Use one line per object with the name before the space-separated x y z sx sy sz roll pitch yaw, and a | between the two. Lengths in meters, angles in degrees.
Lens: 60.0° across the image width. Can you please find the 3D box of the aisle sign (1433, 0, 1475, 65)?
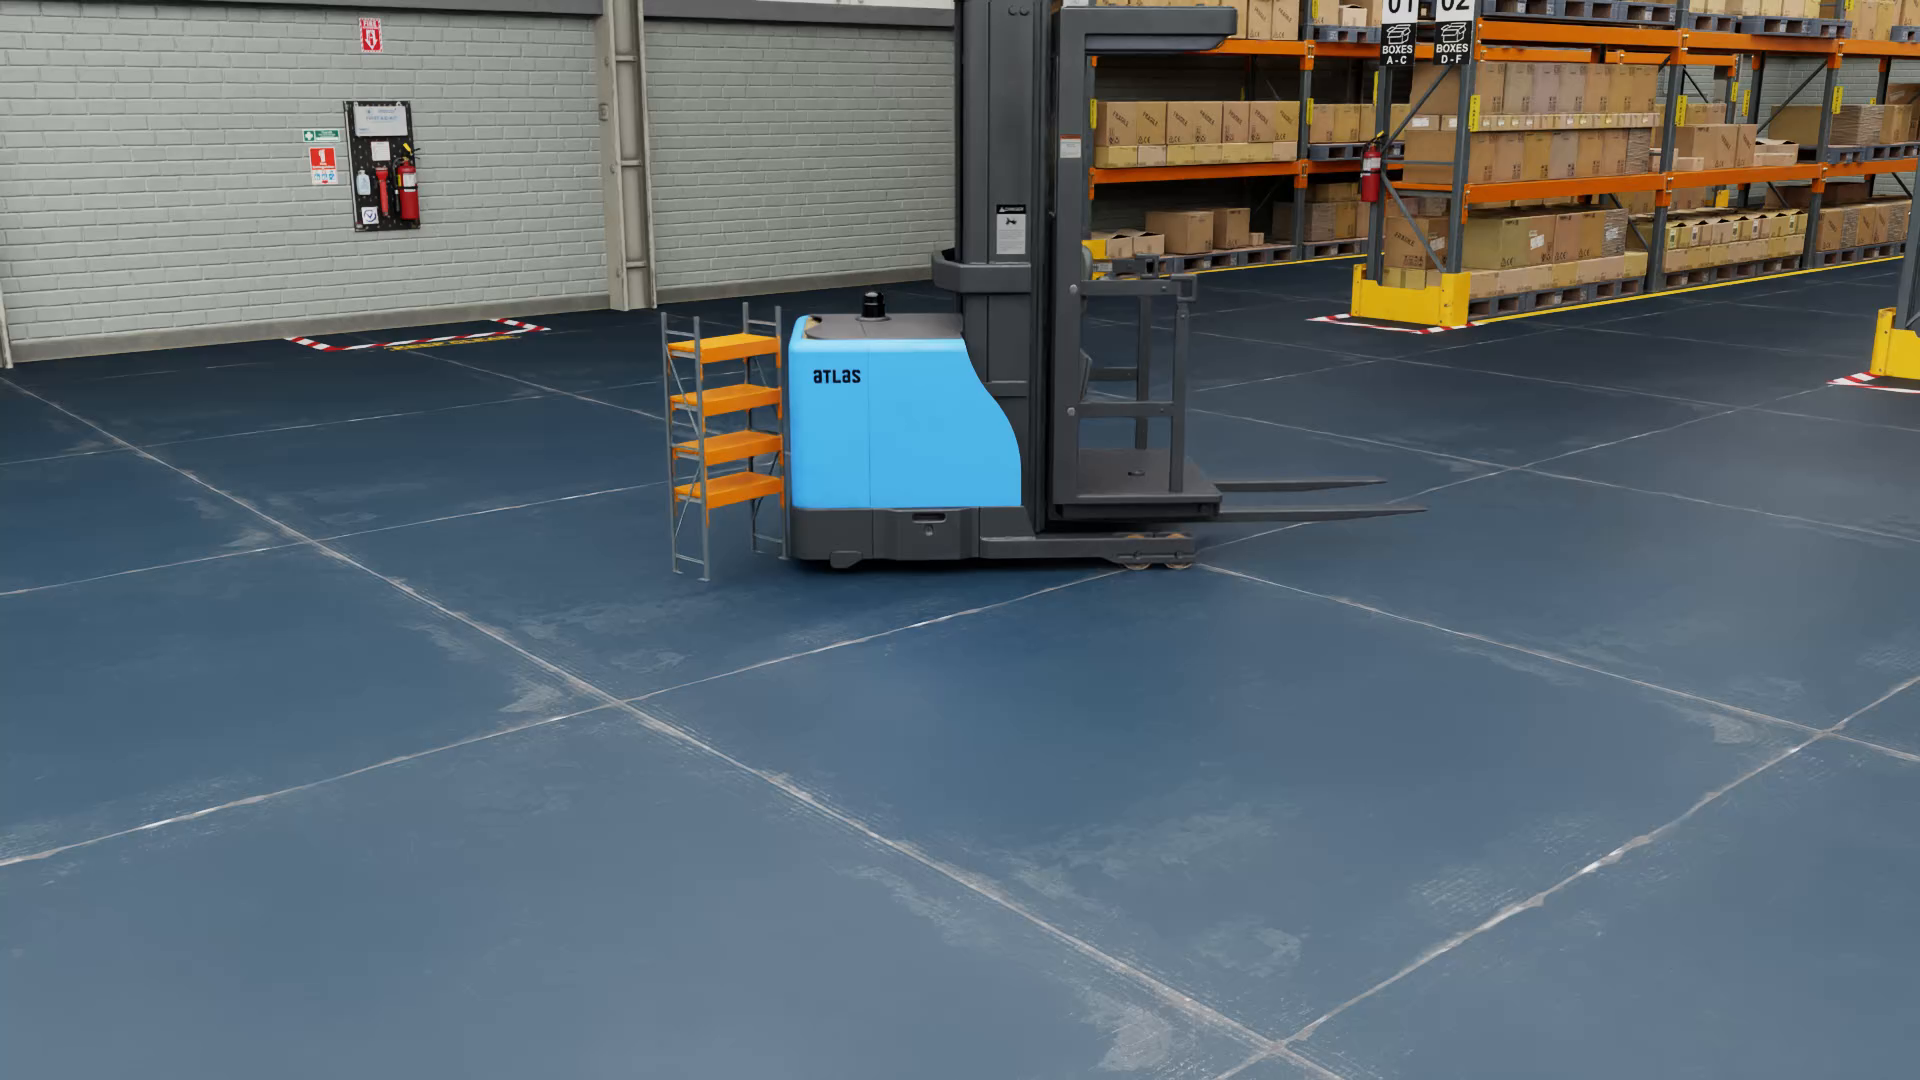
aisle sign | 4.579 -4.810 15.406 0.004 0.787 0.394 -13 19 -39

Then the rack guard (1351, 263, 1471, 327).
rack guard | 4.409 -2.413 16.314 0.348 0.500 1.175 -13 19 -39

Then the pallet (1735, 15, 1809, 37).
pallet | 9.168 -6.015 19.511 1.213 0.211 1.003 -12 19 -37

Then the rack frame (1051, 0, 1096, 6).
rack frame | 1.173 -7.487 18.840 0.127 3.000 1.000 -13 19 -39

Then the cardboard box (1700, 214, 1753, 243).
cardboard box | 9.079 -3.730 19.828 0.500 0.311 0.500 -12 19 -38

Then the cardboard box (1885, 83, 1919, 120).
cardboard box | 13.692 -6.325 23.984 0.500 0.500 0.500 -13 19 -39

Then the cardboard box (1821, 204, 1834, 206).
cardboard box | 11.405 -4.276 22.438 0.500 0.500 0.500 -14 20 -41

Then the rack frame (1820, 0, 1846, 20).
rack frame | 10.463 -7.878 20.306 0.127 3.000 1.000 -13 19 -39

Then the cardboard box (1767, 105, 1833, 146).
cardboard box | 10.864 -5.360 21.495 0.700 0.500 0.500 8 17 28

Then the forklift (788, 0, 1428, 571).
forklift | 0.704 -1.410 7.849 3.031 2.935 1.130 -1 15 -3

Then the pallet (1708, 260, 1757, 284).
pallet | 8.896 -3.295 20.177 1.213 0.211 1.003 -13 19 -39

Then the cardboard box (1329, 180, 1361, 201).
cardboard box | 5.455 -4.925 23.414 0.500 0.250 0.500 -13 20 -41

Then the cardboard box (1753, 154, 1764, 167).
cardboard box | 9.537 -4.631 20.263 0.250 0.149 0.380 -11 18 -35

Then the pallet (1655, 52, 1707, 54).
pallet | 12.690 -8.577 28.908 1.213 0.211 1.003 -13 19 -39

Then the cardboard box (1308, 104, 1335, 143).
cardboard box | 4.597 -5.606 22.380 0.500 0.500 0.700 -13 19 -39

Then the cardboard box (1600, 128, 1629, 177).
cardboard box | 6.721 -4.183 17.905 0.500 0.500 0.700 -13 20 -40

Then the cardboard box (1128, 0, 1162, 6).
cardboard box | 2.018 -6.187 19.557 0.500 0.500 0.500 -11 19 -36

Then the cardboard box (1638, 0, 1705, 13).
cardboard box | 7.916 -5.984 18.505 0.500 0.250 0.500 -10 18 -34

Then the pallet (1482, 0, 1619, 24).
pallet | 5.899 -5.353 16.838 1.213 0.211 1.003 -13 19 -39

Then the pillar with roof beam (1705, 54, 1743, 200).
pillar with roof beam | 17.538 -9.985 28.193 0.400 9.000 9.100 -13 19 -39

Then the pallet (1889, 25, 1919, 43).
pallet | 12.162 -6.743 22.232 1.003 0.211 1.213 -13 19 -39

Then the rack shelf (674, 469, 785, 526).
rack shelf | -1.074 -0.202 7.713 0.258 0.148 0.480 12 19 39

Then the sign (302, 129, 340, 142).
sign | -5.758 -3.646 14.992 0.331 0.109 0.001 -13 19 -39

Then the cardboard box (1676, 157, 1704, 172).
cardboard box | 8.248 -4.291 18.989 0.250 0.149 0.380 -13 19 -39

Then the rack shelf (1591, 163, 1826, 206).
rack shelf | 8.954 -4.293 19.905 4.000 0.370 1.077 -13 19 -39

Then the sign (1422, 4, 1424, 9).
sign | 6.850 -7.790 24.634 0.005 0.325 0.100 -13 19 -39

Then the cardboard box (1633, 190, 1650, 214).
cardboard box | 11.238 -5.807 28.209 0.500 0.500 0.700 -13 20 -40

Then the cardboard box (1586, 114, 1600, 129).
cardboard box | 6.422 -4.361 17.314 0.250 0.149 0.380 -12 19 -38

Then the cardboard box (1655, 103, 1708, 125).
cardboard box | 12.323 -7.230 28.923 0.700 0.700 0.980 -13 20 -40

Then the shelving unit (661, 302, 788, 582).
shelving unit | -1.074 -0.459 7.645 0.258 1.200 0.503 12 19 39

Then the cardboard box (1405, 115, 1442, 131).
cardboard box | 4.591 -4.088 16.291 0.250 0.149 0.380 -13 20 -40

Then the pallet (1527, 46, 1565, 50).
pallet | 8.501 -7.611 25.484 1.213 0.211 1.003 -12 19 -37

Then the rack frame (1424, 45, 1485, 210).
rack frame | 7.208 -5.943 24.688 0.127 3.000 1.000 -13 19 -39

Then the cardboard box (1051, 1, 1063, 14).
cardboard box | 1.321 -6.215 19.661 0.500 0.500 0.500 -11 18 -35

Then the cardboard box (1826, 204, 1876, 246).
cardboard box | 11.766 -4.180 22.077 0.500 0.500 0.500 -13 20 -40

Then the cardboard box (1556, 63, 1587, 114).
cardboard box | 5.979 -4.646 17.122 0.500 0.500 0.700 -13 19 -39

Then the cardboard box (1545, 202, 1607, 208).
cardboard box | 6.890 -3.521 18.681 0.500 0.500 0.500 -13 19 -39

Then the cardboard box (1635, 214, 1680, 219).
cardboard box | 8.329 -3.745 19.887 0.500 0.311 0.500 -13 20 -40

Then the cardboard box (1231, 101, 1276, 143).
cardboard box | 3.664 -5.339 21.226 0.500 0.500 0.500 -13 20 -40

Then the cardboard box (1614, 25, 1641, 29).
cardboard box | 10.920 -8.315 27.036 0.500 0.250 0.500 -13 20 -40

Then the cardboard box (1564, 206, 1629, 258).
cardboard box | 6.854 -3.335 17.985 0.500 0.500 0.500 -13 19 -39

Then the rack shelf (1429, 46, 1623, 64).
rack shelf | 8.717 -7.384 25.662 4.000 0.370 1.077 -13 19 -39

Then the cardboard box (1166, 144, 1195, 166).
cardboard box | 2.520 -4.722 20.368 0.500 0.250 0.500 -13 20 -40

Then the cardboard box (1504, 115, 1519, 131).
cardboard box | 5.251 -4.098 16.329 0.250 0.149 0.380 -13 19 -39

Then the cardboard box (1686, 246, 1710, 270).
cardboard box | 8.298 -3.283 19.243 0.500 0.250 0.500 -12 19 -38

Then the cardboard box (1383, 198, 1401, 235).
cardboard box | 5.878 -4.662 23.882 0.500 0.500 0.700 -13 20 -40

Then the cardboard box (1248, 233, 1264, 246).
cardboard box | 3.807 -4.013 22.099 0.380 0.166 0.250 13 20 40

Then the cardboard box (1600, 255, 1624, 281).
cardboard box | 6.855 -2.973 18.081 0.500 0.250 0.500 -13 19 -39
